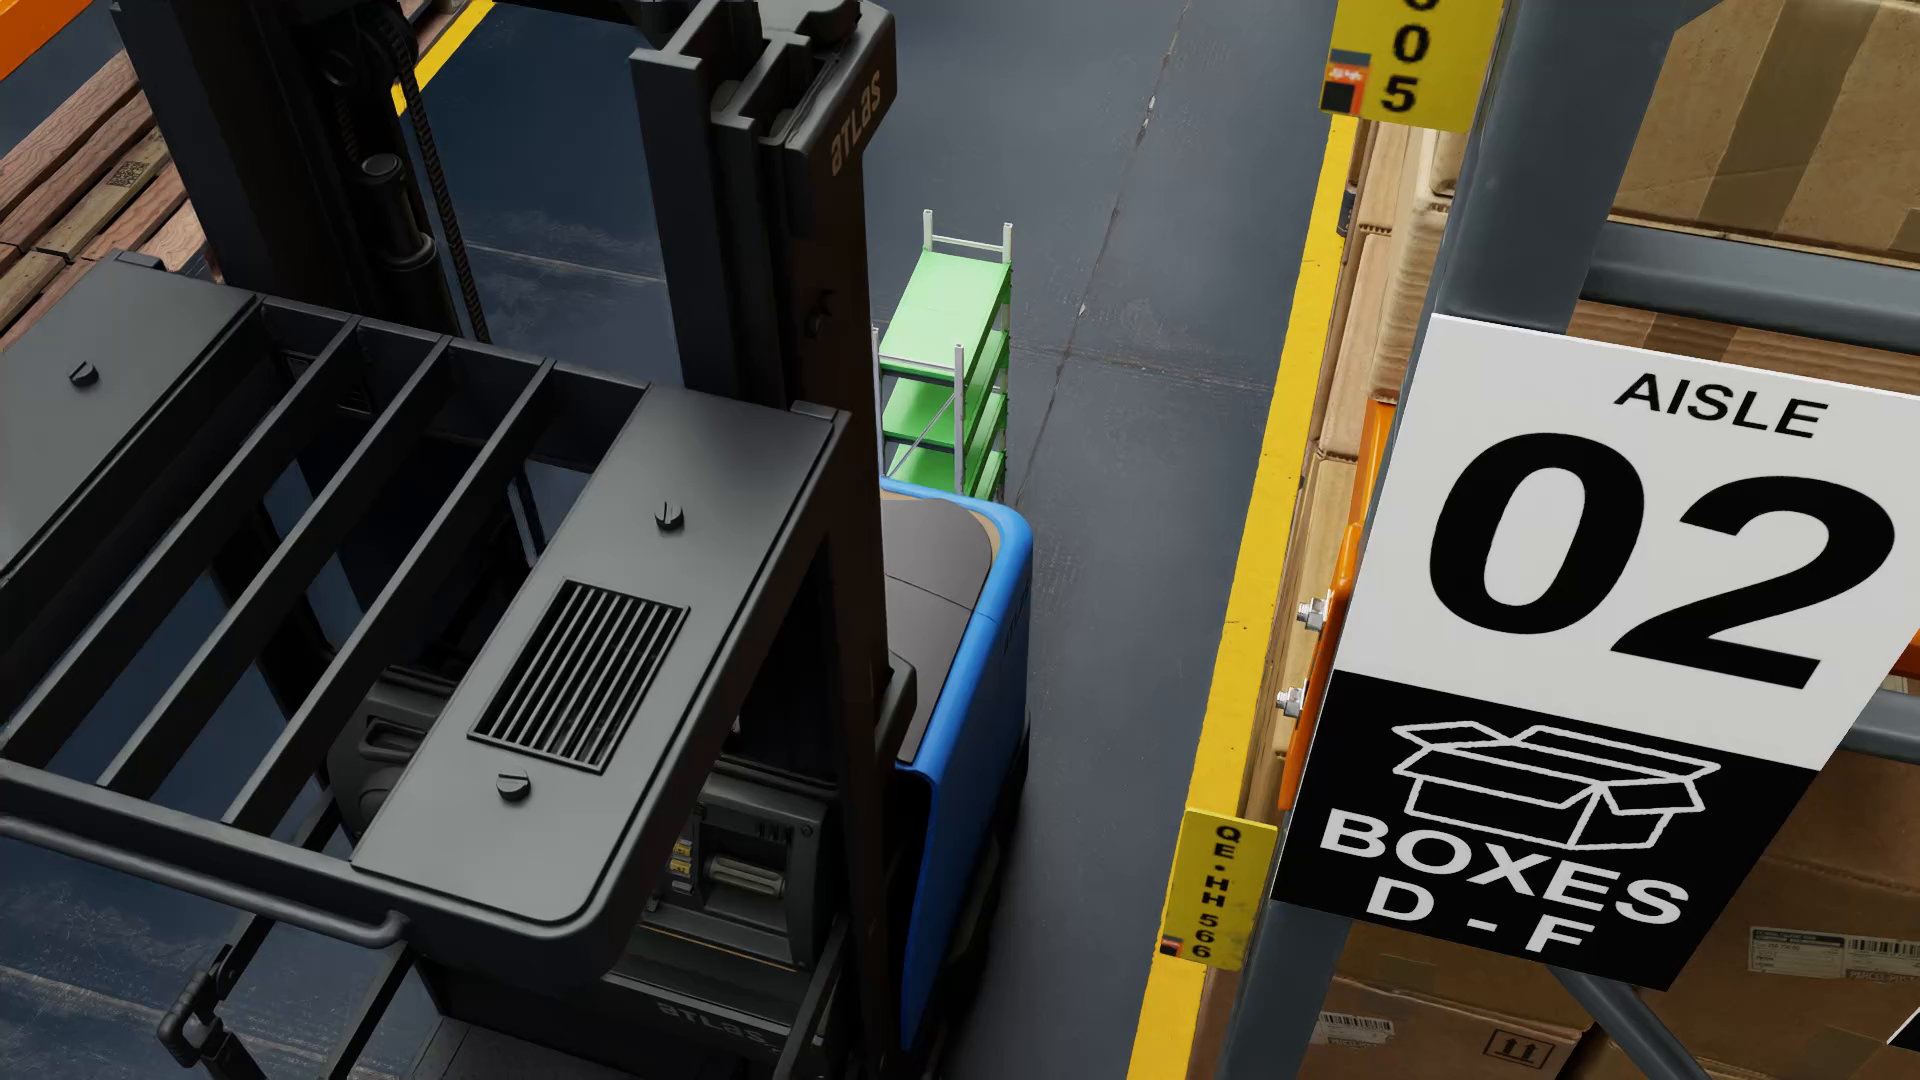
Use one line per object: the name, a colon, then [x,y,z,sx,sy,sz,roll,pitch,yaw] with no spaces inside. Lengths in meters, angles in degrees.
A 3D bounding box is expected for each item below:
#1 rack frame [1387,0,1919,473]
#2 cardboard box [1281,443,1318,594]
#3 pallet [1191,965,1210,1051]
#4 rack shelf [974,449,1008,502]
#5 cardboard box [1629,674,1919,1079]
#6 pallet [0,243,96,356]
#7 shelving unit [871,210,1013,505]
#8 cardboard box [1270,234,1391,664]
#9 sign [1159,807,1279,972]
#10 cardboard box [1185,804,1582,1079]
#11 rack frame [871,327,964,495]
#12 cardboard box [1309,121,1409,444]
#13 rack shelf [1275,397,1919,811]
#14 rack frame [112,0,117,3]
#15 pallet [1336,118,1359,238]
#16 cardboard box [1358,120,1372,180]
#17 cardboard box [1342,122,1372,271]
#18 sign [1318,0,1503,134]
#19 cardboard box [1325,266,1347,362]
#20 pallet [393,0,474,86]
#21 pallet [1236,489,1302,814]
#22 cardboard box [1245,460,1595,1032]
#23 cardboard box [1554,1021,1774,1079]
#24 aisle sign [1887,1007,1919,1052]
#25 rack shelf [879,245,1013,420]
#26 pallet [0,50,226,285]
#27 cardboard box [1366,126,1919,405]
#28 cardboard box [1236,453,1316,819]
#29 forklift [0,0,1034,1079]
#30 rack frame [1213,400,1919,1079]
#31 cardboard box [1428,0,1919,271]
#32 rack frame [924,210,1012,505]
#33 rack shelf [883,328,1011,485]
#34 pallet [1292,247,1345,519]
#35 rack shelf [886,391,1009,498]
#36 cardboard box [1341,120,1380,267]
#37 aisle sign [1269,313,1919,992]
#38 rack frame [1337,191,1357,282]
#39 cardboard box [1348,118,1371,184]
rack frame: [0.823,-0.967,0.101,1.000,3.000,0.127,12,50,10]
cardboard box: [0.948,-0.128,3.296,0.500,0.500,0.500,12,50,10]
pallet: [1.052,1.309,3.954,1.003,0.211,1.213,12,50,10]
rack shelf: [-0.044,-0.076,4.922,0.258,0.148,0.480,12,50,10]
cardboard box: [1.194,0.385,2.176,0.500,0.500,0.500,13,50,11]
pallet: [-3.378,-0.508,5.557,1.003,0.211,1.213,12,50,10]
shelving unit: [-0.044,-0.277,4.694,0.258,1.200,0.503,12,50,10]
cardboard box: [0.807,-0.087,2.593,0.500,0.500,0.500,13,50,11]
sign: [0.292,0.407,1.907,0.100,0.325,0.005,12,50,10]
cardboard box: [0.678,0.608,2.646,0.500,0.500,0.500,13,50,11]
rack frame: [-0.108,-0.101,4.539,0.240,1.200,0.015,12,50,10]
cardboard box: [0.939,-0.463,2.925,0.500,0.500,0.500,13,50,11]
rack shelf: [1.349,-1.183,2.772,1.077,0.370,4.000,12,50,10]
rack frame: [-2.902,-2.855,5.769,1.000,3.000,0.127,12,50,10]
pallet: [2.053,-1.548,6.475,1.003,0.211,1.213,12,50,10]
cardboard box: [1.347,-1.222,4.261,0.500,0.500,0.500,12,50,11]
cardboard box: [1.213,-0.861,3.942,0.500,0.500,0.500,11,50,10]
sign: [0.292,-0.391,1.003,0.100,0.325,0.005,12,50,10]
cardboard box: [1.080,-0.493,3.617,0.500,0.500,0.500,11,49,10]
pallet: [-2.659,-2.482,7.300,1.003,0.211,1.213,12,50,10]
pallet: [1.375,0.430,4.730,1.003,0.211,1.213,12,50,10]
cardboard box: [0.674,0.278,2.270,0.500,0.500,0.500,11,50,10]
cardboard box: [1.194,0.716,2.550,0.500,0.500,0.500,13,50,11]
aisle sign: [1.088,0.265,1.281,0.394,0.787,0.004,12,50,10]
rack shelf: [-0.044,-0.553,4.383,0.258,0.148,0.480,12,50,10]
pallet: [-3.058,-1.393,6.338,1.003,0.211,1.213,12,50,10]
cardboard box: [0.703,-0.348,1.656,0.500,0.250,0.500,12,50,10]
cardboard box: [0.811,0.232,2.978,0.500,0.500,0.500,12,50,10]
forklift: [-0.741,0.618,2.750,1.130,2.935,3.031,13,50,11]
rack frame: [0.823,1.018,2.351,1.000,3.000,0.127,12,50,10]
cardboard box: [0.712,-0.512,1.467,0.500,0.250,0.500,12,50,10]
rack frame: [0.021,-0.454,4.850,0.240,1.200,0.015,12,50,10]
rack shelf: [-0.044,-0.394,4.562,0.258,0.148,0.480,12,50,10]
pallet: [1.694,-0.456,5.511,1.003,0.211,1.213,12,50,10]
rack shelf: [-0.044,-0.235,4.742,0.258,0.148,0.480,12,50,10]
cardboard box: [1.074,-0.835,3.253,0.500,0.500,0.500,13,50,11]
aisle sign: [0.509,0.147,1.386,0.394,0.787,0.004,12,50,10]
rack frame: [1.875,-1.875,4.904,1.000,3.000,0.127,12,50,10]
cardboard box: [1.729,-1.607,6.041,0.500,0.500,0.500,11,50,10]
